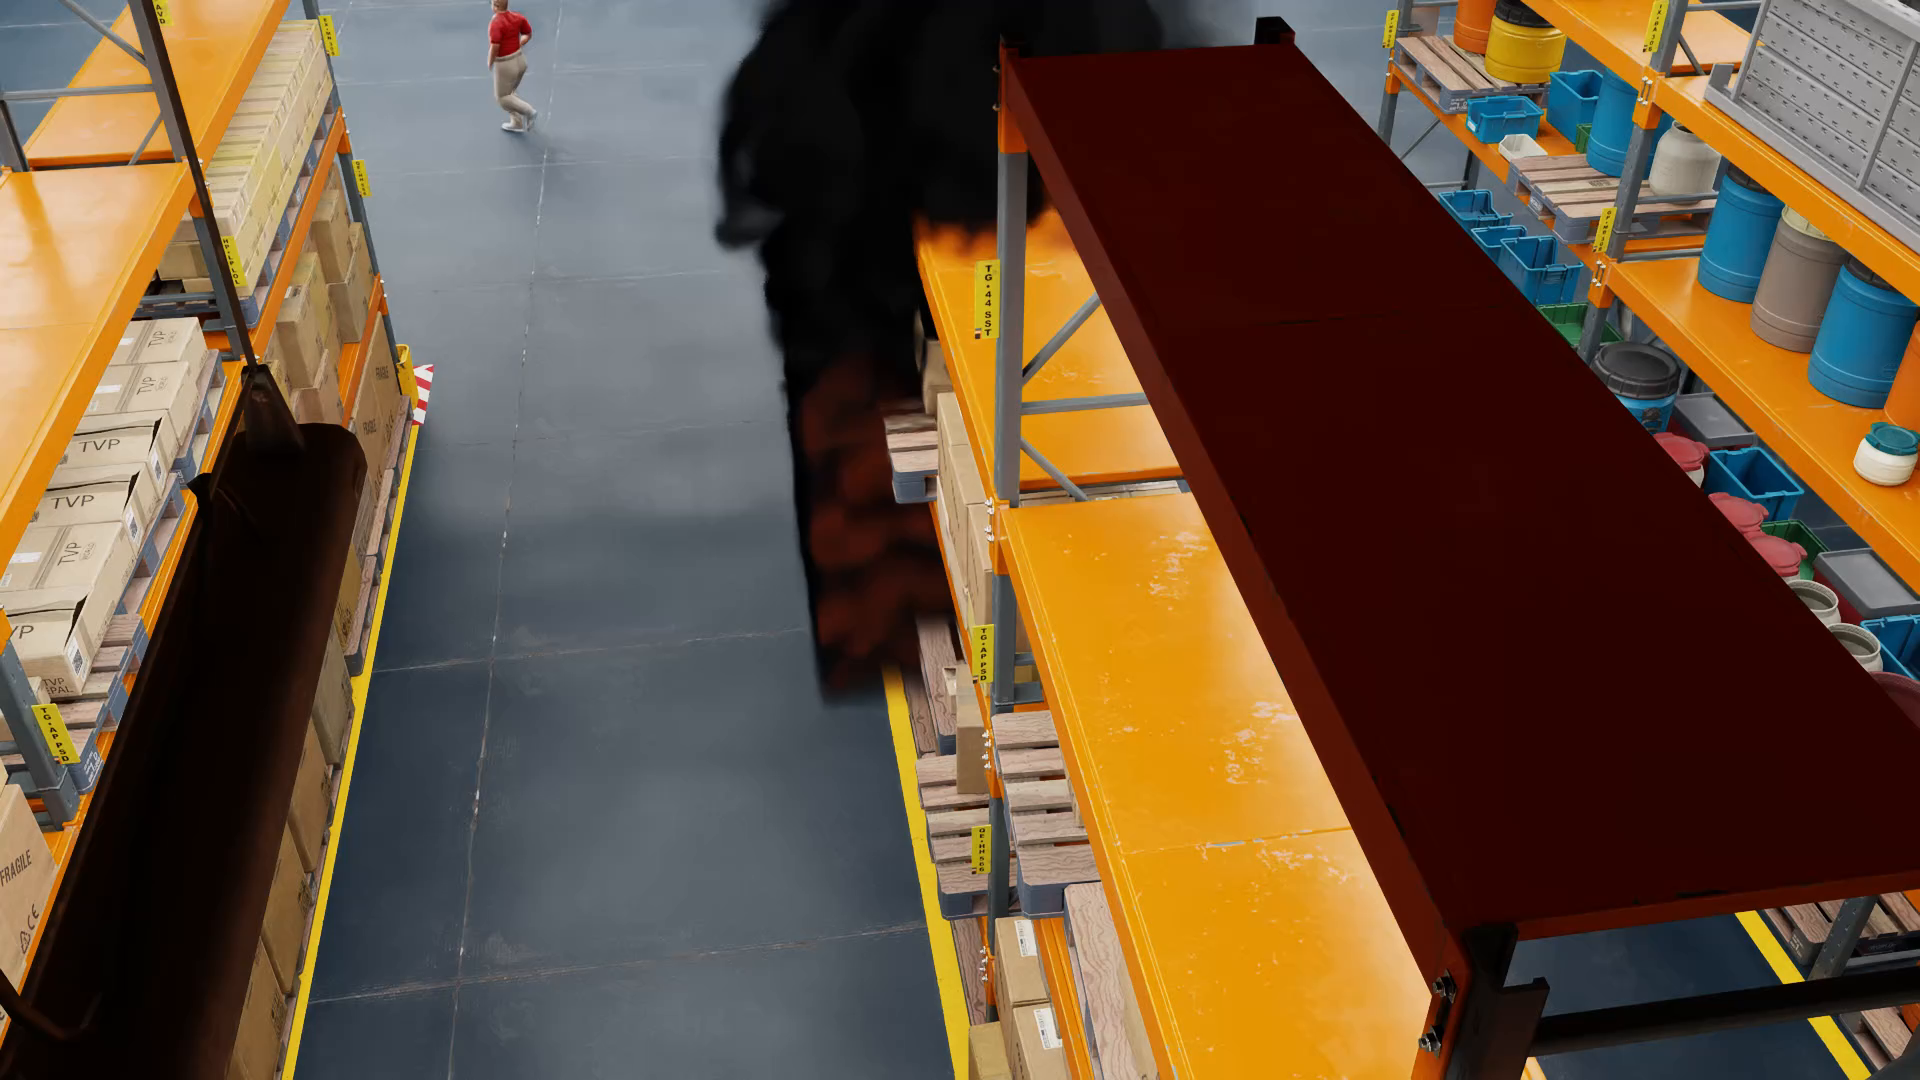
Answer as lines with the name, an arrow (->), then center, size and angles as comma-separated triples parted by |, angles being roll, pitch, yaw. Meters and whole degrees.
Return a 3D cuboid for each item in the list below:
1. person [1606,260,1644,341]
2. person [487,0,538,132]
person -> 5.863, -2.323, 14.804 | 0.517, 1.657, 0.633 | -9, 37, -12
person -> -5.286, -5.610, 19.665 | 0.677, 1.682, 0.686 | 17, 40, 22
